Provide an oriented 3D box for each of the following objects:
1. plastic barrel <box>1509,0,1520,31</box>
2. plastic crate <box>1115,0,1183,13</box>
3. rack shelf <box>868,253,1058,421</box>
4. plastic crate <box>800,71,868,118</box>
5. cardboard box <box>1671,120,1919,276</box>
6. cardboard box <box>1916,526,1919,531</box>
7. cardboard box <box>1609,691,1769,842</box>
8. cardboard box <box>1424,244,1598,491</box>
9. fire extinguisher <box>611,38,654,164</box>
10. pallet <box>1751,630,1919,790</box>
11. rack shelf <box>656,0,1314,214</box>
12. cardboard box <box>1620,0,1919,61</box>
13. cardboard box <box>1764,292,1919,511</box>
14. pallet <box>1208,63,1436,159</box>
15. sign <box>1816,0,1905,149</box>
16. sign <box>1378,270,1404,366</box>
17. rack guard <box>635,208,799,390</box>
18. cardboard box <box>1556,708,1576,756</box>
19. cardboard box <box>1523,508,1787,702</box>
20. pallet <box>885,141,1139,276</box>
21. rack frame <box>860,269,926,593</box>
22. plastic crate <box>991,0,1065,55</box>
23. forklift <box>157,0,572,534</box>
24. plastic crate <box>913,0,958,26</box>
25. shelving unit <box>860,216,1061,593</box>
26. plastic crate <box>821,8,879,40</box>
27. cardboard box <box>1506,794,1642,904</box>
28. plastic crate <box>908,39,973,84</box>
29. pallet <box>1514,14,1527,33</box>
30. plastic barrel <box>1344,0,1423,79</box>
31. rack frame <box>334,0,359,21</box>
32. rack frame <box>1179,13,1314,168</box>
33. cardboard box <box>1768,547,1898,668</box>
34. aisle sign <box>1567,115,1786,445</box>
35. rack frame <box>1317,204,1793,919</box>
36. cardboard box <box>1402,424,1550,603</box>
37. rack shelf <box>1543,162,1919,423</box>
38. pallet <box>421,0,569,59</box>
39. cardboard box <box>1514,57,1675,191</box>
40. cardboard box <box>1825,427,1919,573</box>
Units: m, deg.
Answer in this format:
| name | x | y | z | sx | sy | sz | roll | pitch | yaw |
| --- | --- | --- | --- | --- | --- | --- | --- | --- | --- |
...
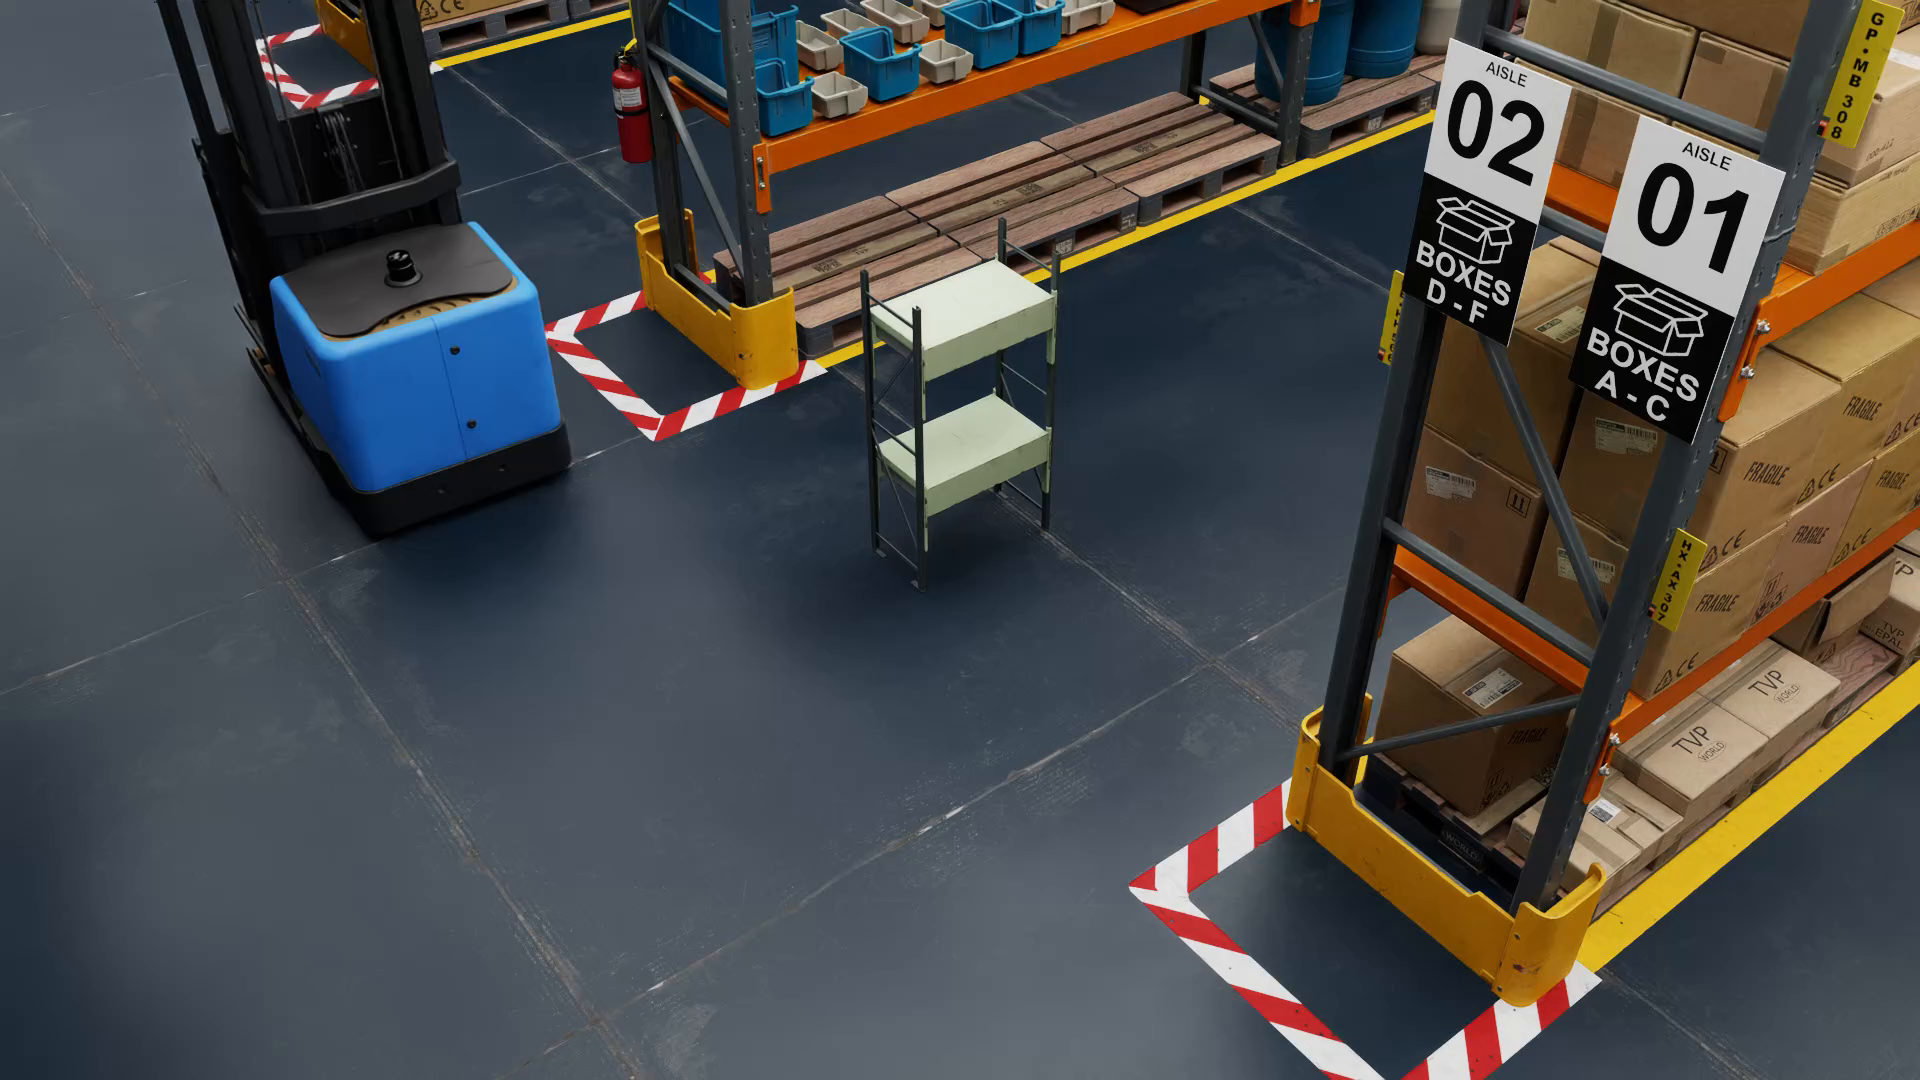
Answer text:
| name | x | y | z | sx | sy | sz | roll | pitch | yaw |
| --- | --- | --- | --- | --- | --- | --- | --- | --- | --- |
| plastic barrel | 3.744 | -4.003 | 11.969 | 0.708 | 0.588 | 0.600 | -26 | 46 | -28 |
| plastic crate | 1.122 | -3.211 | 9.602 | 0.590 | 0.125 | 0.437 | -26 | 46 | -28 |
| rack shelf | 0.005 | -0.884 | 7.163 | 0.720 | 0.370 | 0.431 | -26 | 46 | -28 |
| plastic crate | -0.625 | -2.249 | 8.421 | 0.298 | 0.136 | 0.250 | -26 | 46 | -28 |
| cardboard box | 2.252 | -0.996 | 4.485 | 0.500 | 0.250 | 0.500 | -26 | 46 | -28 |
| cardboard box | 4.321 | 0.101 | 7.296 | 0.250 | 0.149 | 0.380 | -26 | 46 | -28 |
| cardboard box | 2.690 | 0.809 | 6.353 | 0.500 | 0.250 | 0.500 | -26 | 46 | -28 |
| cardboard box | 1.875 | -0.559 | 5.332 | 0.500 | 0.500 | 0.500 | -26 | 46 | -28 |
| fire extinguisher | -1.723 | -2.312 | 8.692 | 0.183 | 0.674 | 0.296 | -26 | 46 | -28 |
| pallet | 3.348 | 0.448 | 7.171 | 1.213 | 0.211 | 1.003 | -26 | 46 | -28 |
| rack shelf | 0.260 | -2.810 | 9.512 | 4.000 | 0.370 | 1.077 | -26 | 46 | -28 |
| cardboard box | 2.087 | -1.615 | 4.255 | 0.500 | 0.500 | 0.700 | -26 | 46 | -28 |
| cardboard box | 2.612 | -0.493 | 5.252 | 0.500 | 0.500 | 0.500 | -25 | 46 | -28 |
| pallet | 2.483 | -3.061 | 11.448 | 1.213 | 0.211 | 1.003 | -26 | 46 | -28 |
| sign | 2.020 | -1.048 | 3.742 | 0.005 | 0.325 | 0.100 | -26 | 46 | -28 |
| sign | 1.367 | -0.680 | 5.185 | 0.005 | 0.325 | 0.100 | -26 | 46 | -28 |
| rack guard | -1.337 | -1.333 | 9.115 | 0.348 | 0.500 | 1.175 | -26 | 46 | -28 |
| cardboard box | 2.346 | 0.657 | 6.605 | 0.250 | 0.166 | 0.380 | -26 | 46 | -28 |
| cardboard box | 2.202 | 0.099 | 5.319 | 0.500 | 0.500 | 0.500 | -25 | 46 | -27 |
| pallet | 0.318 | -2.006 | 10.162 | 1.213 | 0.211 | 1.003 | -26 | 46 | -28 |
| rack frame | -0.285 | -0.441 | 7.239 | 0.023 | 1.500 | 0.400 | -26 | 46 | -28 |
| plastic crate | 0.352 | -2.829 | 9.051 | 0.300 | 0.233 | 0.416 | -26 | 46 | -28 |
| forklift | -3.165 | -2.063 | 8.087 | 1.130 | 2.935 | 3.031 | -23 | 45 | -25 |
| plastic crate | -0.122 | -2.992 | 9.326 | 0.250 | 0.136 | 0.298 | -26 | 46 | -28 |
| shelving unit | 0.005 | -0.582 | 7.411 | 0.755 | 1.500 | 0.431 | -26 | 46 | -28 |
| plastic crate | -0.551 | -2.748 | 9.029 | 0.243 | 0.136 | 0.396 | -26 | 46 | -28 |
| cardboard box | 2.231 | 1.120 | 6.054 | 0.250 | 0.149 | 0.380 | -26 | 46 | -28 |
| plastic crate | -0.087 | -2.511 | 8.740 | 0.298 | 0.136 | 0.250 | -26 | 46 | -28 |
| pallet | 4.417 | -4.004 | 12.598 | 1.213 | 0.211 | 1.003 | -26 | 46 | -28 |
| plastic barrel | 2.849 | -3.688 | 11.337 | 0.708 | 0.901 | 0.600 | -26 | 46 | -28 |
| rack frame | -4.344 | -4.806 | 11.378 | 0.127 | 3.000 | 1.000 | -26 | 46 | -28 |
| rack frame | 1.845 | -3.862 | 10.226 | 0.127 | 3.000 | 1.000 | -26 | 46 | -28 |
| cardboard box | 3.374 | 0.155 | 6.951 | 0.637 | 0.503 | 0.797 | -26 | 46 | -28 |
| aisle sign | 1.814 | -0.654 | 4.266 | 0.004 | 0.787 | 0.394 | -26 | 46 | -28 |
| rack frame | 1.689 | 0.177 | 5.303 | 0.127 | 3.000 | 1.000 | -26 | 46 | -28 |
| cardboard box | 1.879 | -0.172 | 5.649 | 0.500 | 0.500 | 0.500 | -25 | 45 | -27 |
| rack shelf | 3.275 | -1.478 | 5.522 | 4.000 | 0.370 | 1.077 | -26 | 46 | -28 |
| pallet | -3.758 | -4.077 | 12.687 | 1.213 | 0.211 | 1.003 | -26 | 46 | -28 |
| cardboard box | 1.936 | -1.256 | 4.803 | 0.500 | 0.250 | 0.500 | -26 | 46 | -28 |
| cardboard box | 3.007 | -0.295 | 5.800 | 0.500 | 0.500 | 0.500 | -26 | 46 | -28 |
